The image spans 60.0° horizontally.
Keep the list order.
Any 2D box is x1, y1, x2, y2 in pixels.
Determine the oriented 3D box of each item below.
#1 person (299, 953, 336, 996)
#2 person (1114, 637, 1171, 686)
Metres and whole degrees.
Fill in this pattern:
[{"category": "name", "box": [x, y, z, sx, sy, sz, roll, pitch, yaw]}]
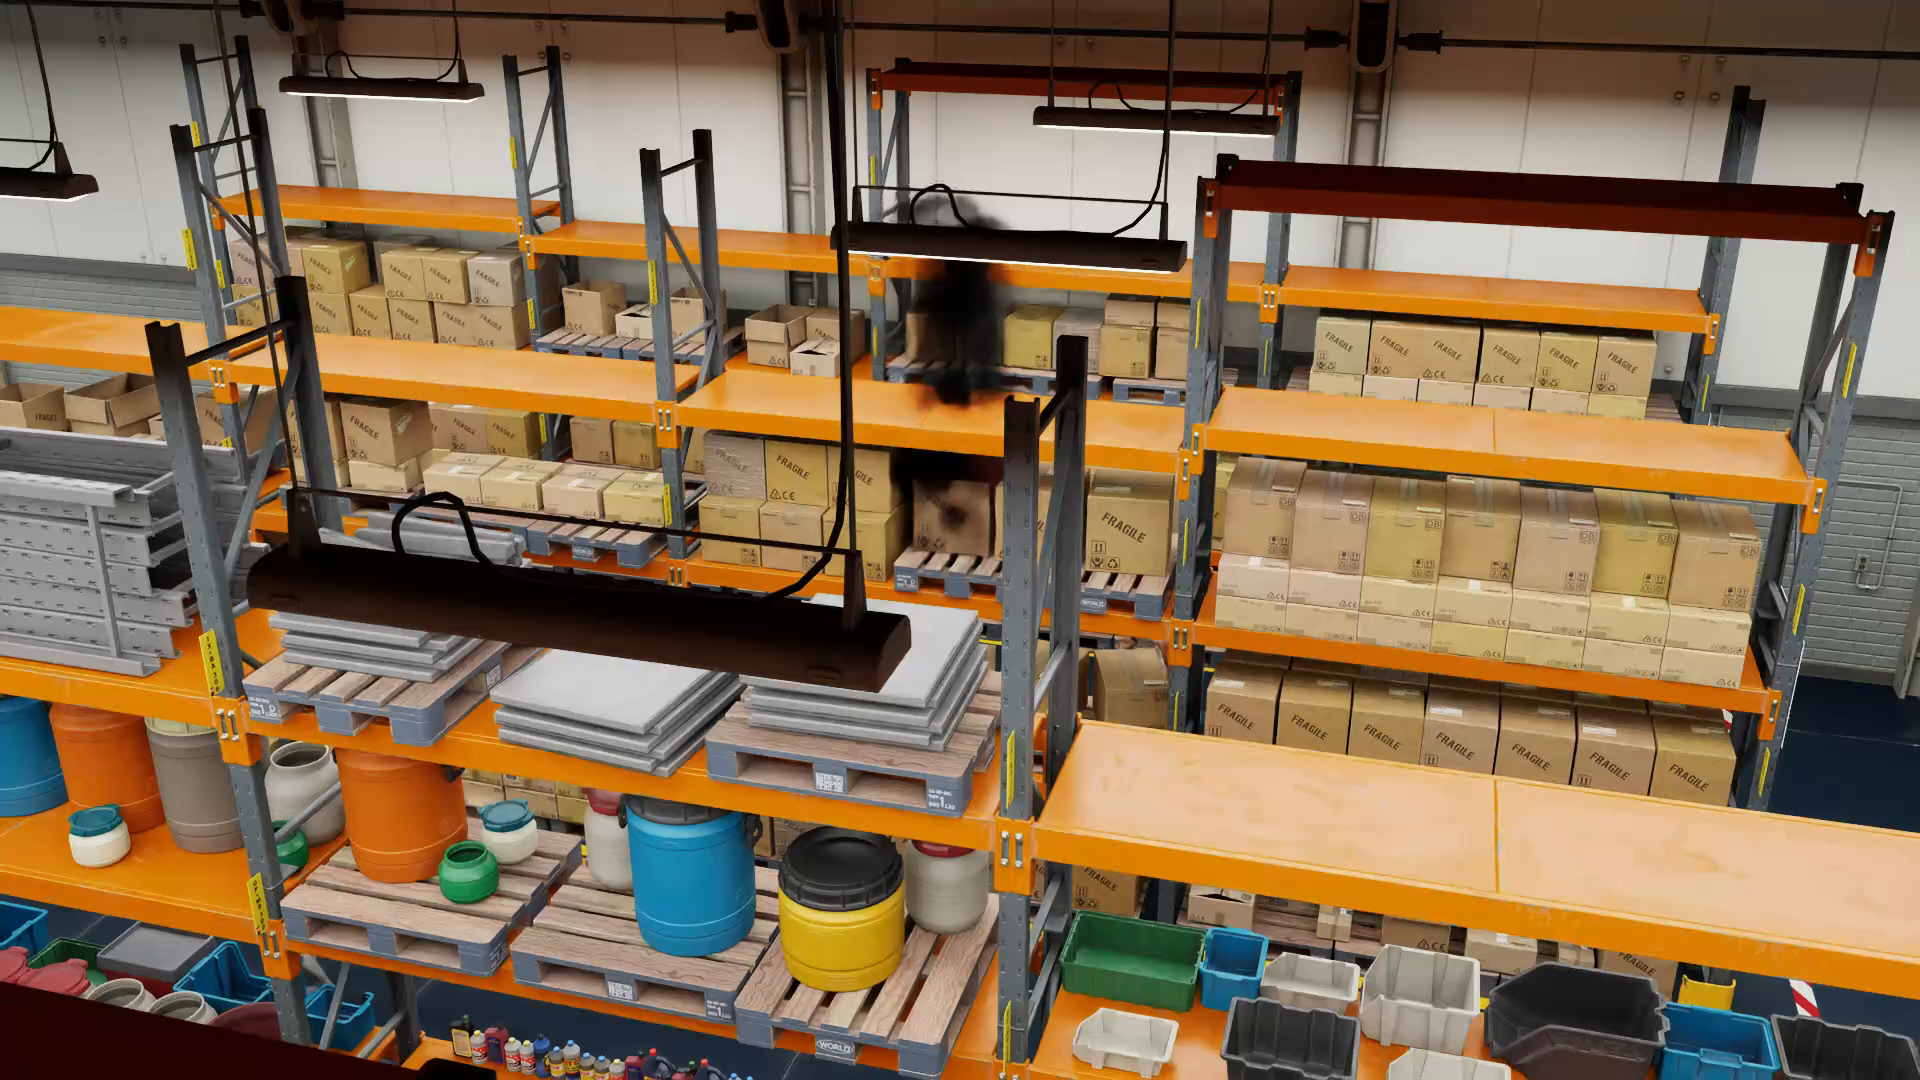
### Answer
[{"category": "person", "box": [-5.043, 2.679, 12.211, 0.759, 1.609, 0.600, 2, 23, 5]}, {"category": "person", "box": [1.807, 1.235, 15.636, 0.749, 1.701, 0.654, 7, 24, 16]}]
